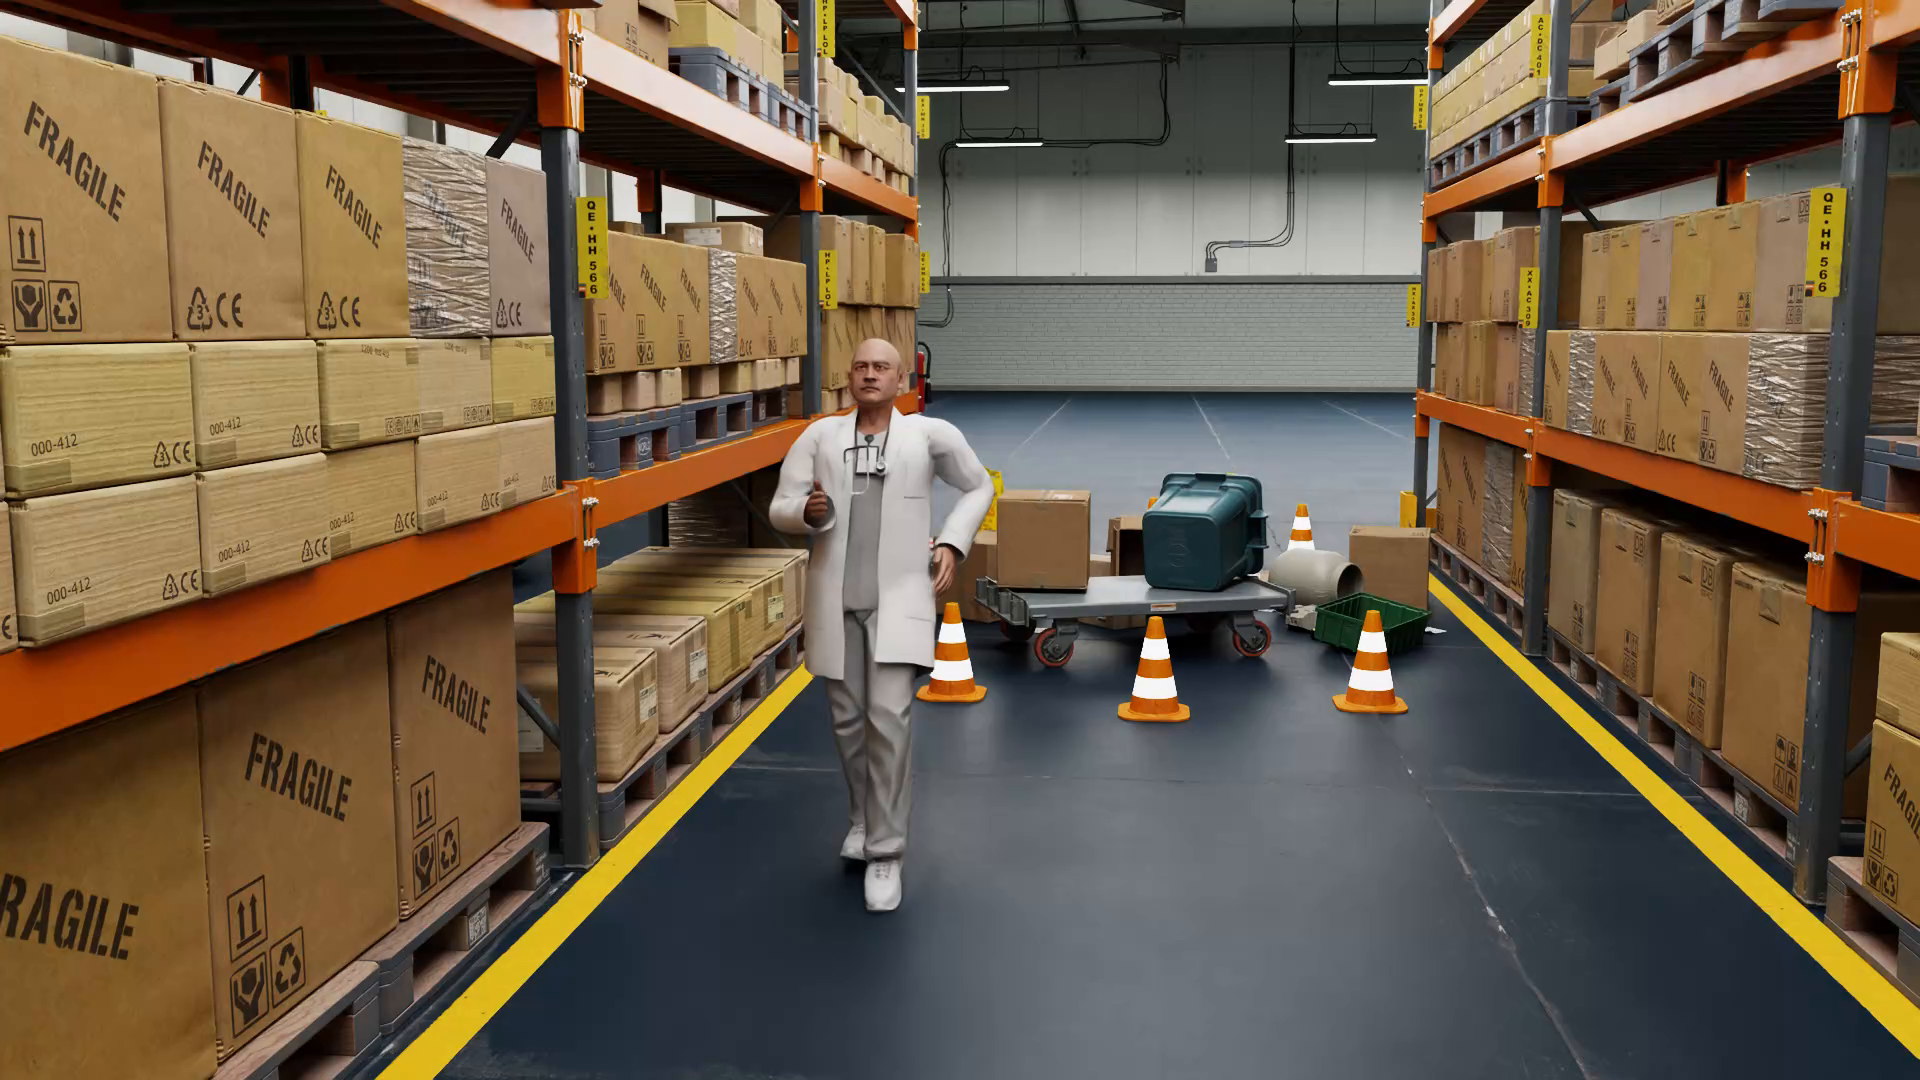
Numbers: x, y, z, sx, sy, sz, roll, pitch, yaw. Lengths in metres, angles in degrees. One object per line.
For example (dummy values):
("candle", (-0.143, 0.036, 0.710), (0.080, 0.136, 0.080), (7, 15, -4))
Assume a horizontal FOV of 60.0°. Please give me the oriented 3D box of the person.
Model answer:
("person", (-0.297, 0.236, 5.483), (0.719, 1.788, 0.775), (1, 8, 11))
